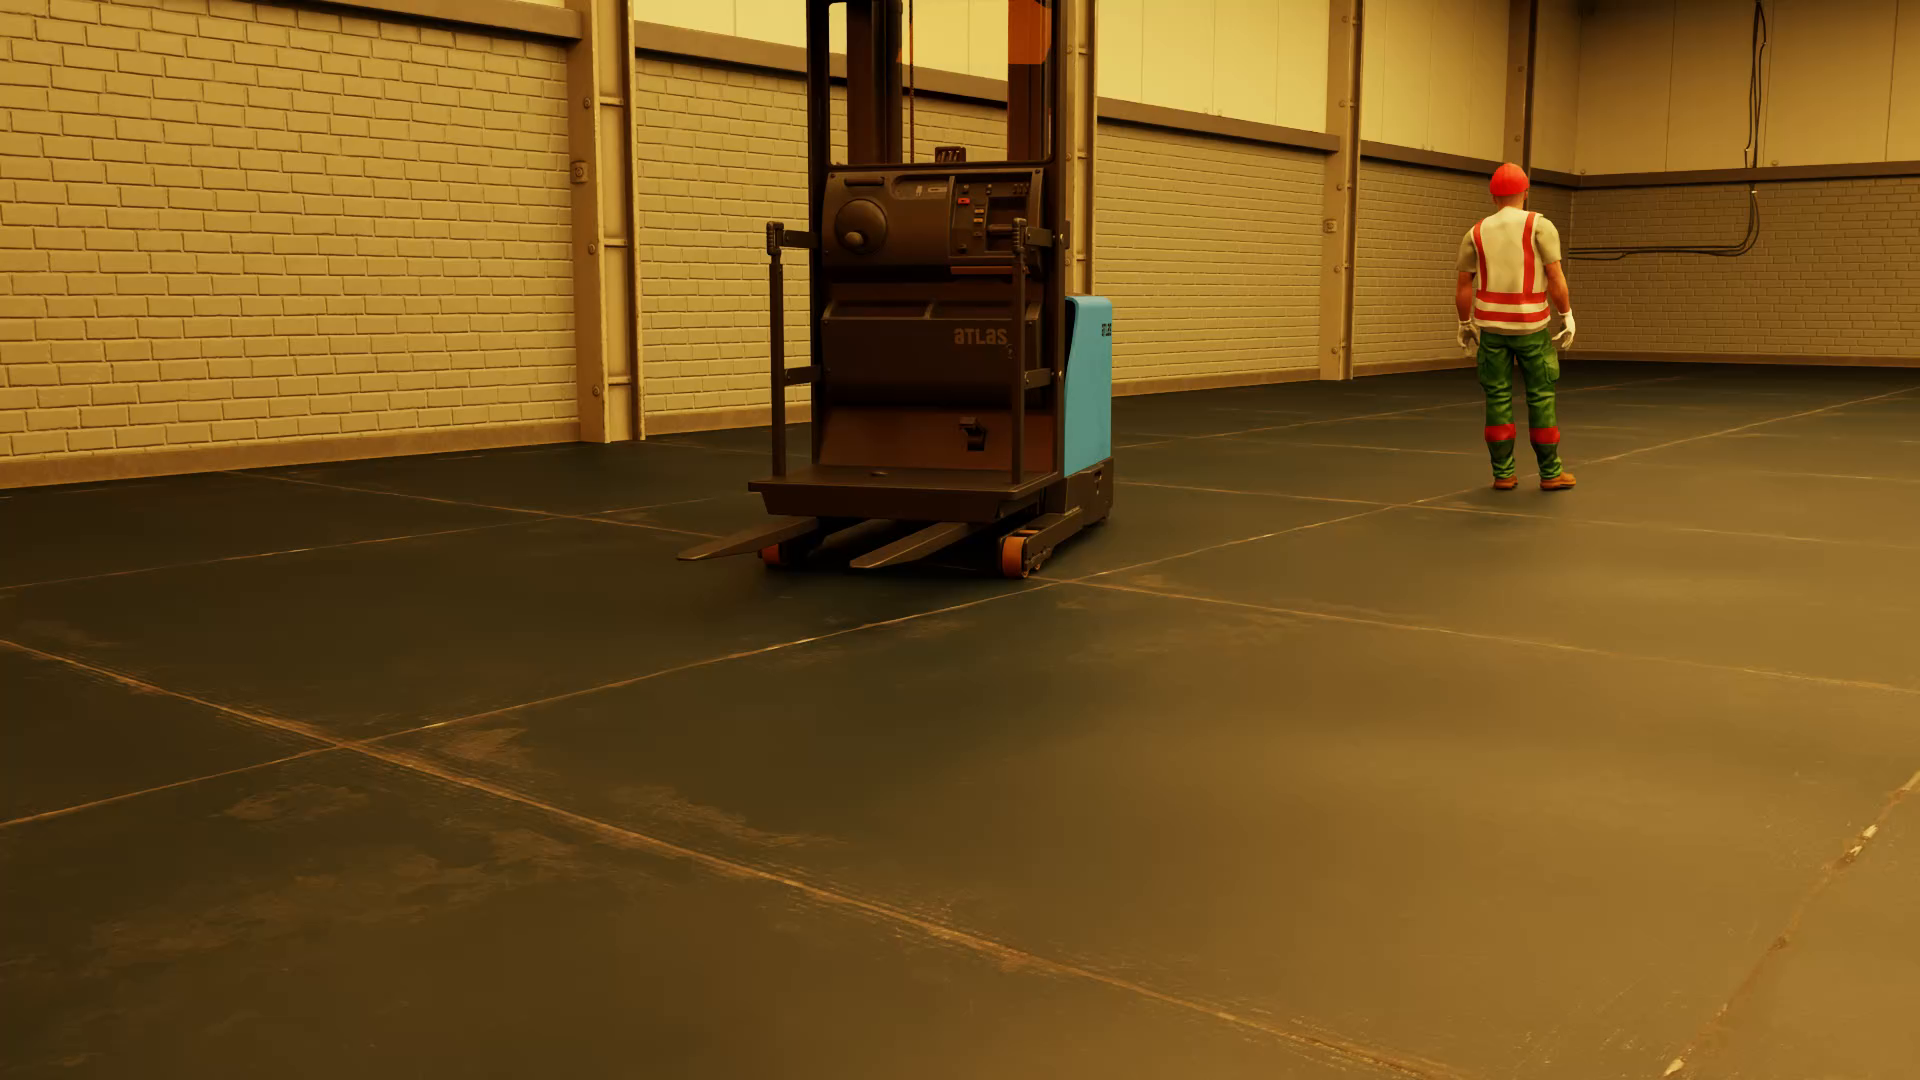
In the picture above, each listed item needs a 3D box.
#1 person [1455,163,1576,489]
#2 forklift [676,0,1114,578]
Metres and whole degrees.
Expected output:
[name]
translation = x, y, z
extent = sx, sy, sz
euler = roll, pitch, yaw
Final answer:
[person]
translation = 3.116, -1.184, 9.287
extent = 0.638, 1.782, 0.564
euler = 6, 10, 34
[forklift]
translation = -0.176, -1.366, 6.616
extent = 1.130, 2.935, 3.031
euler = 3, 9, 17
